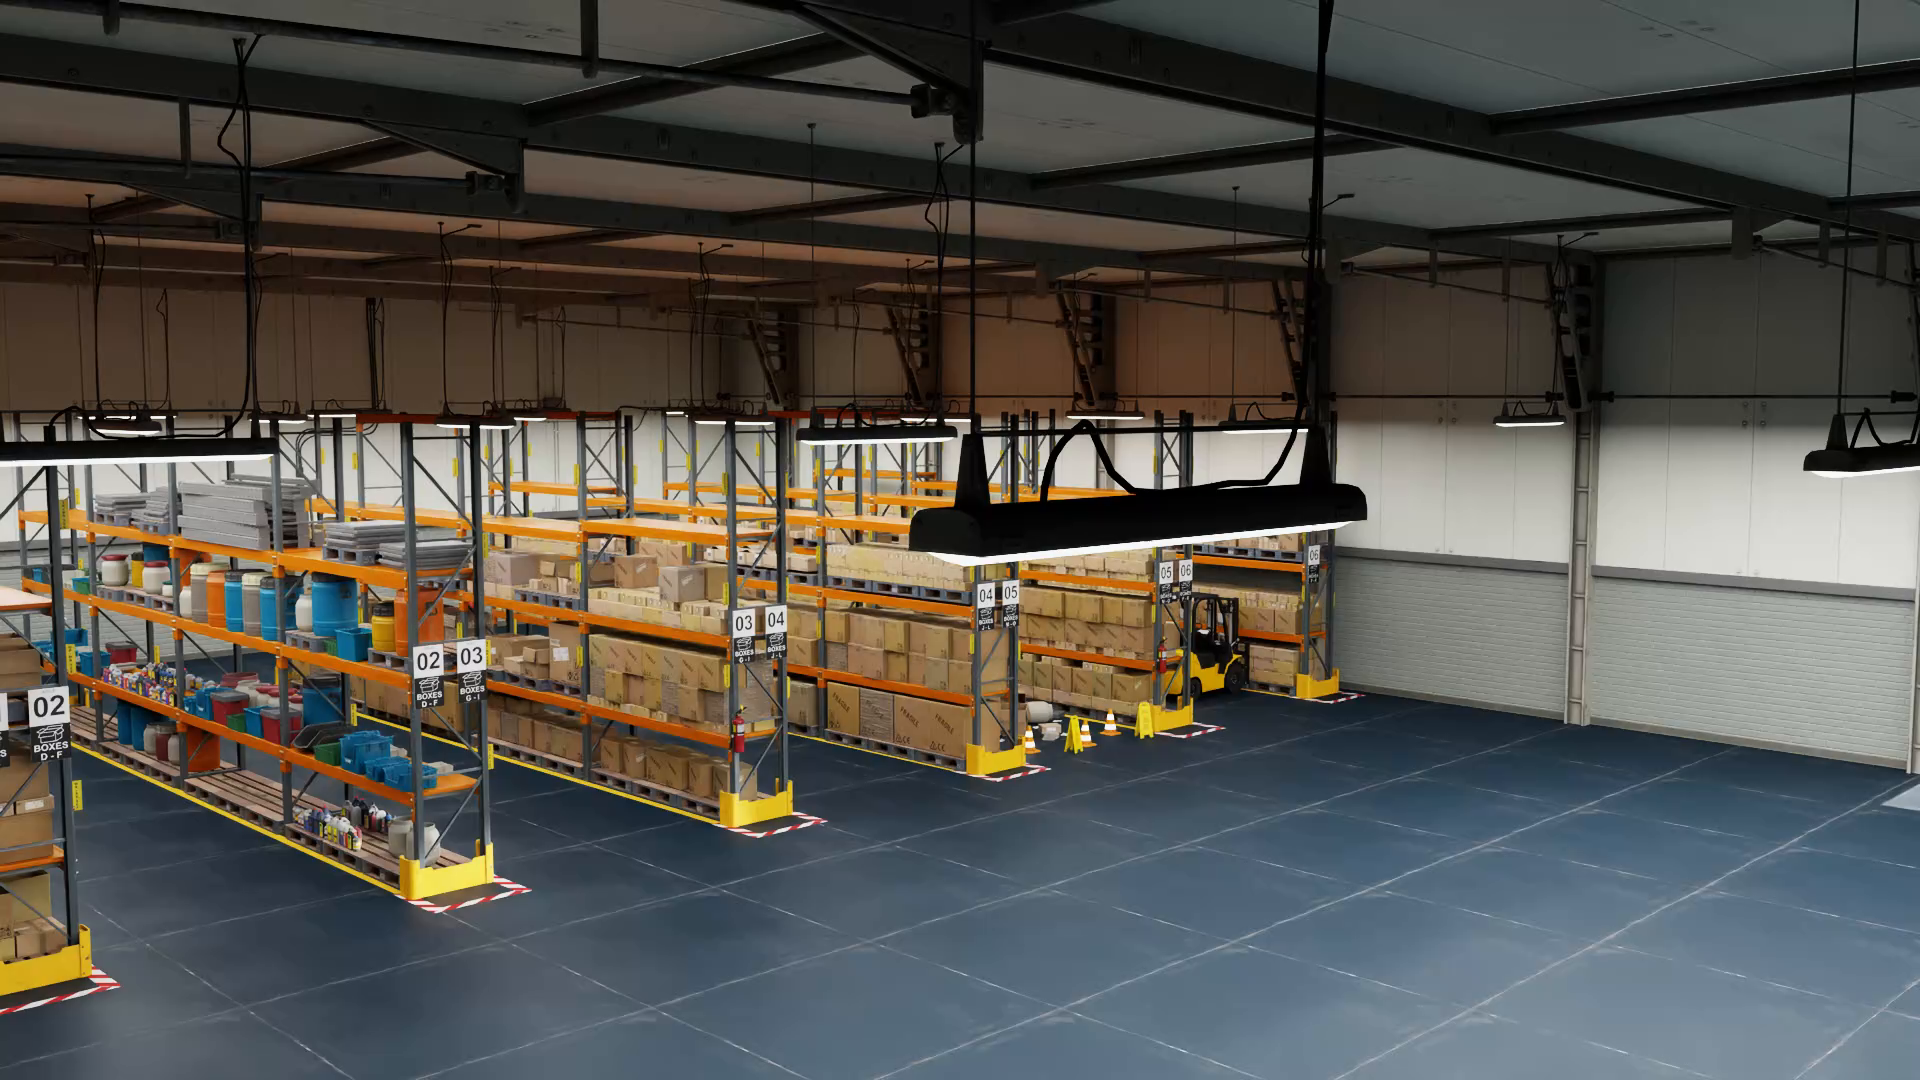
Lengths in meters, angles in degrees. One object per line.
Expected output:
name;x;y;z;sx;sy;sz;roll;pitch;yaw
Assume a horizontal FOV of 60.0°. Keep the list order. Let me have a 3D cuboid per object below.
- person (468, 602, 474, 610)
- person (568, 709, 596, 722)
person;-11.694;2.036;40.120;0.572;1.703;0.712;-3;6;-35
person;-7.114;2.758;31.240;0.500;1.727;1.025;-4;6;-40
